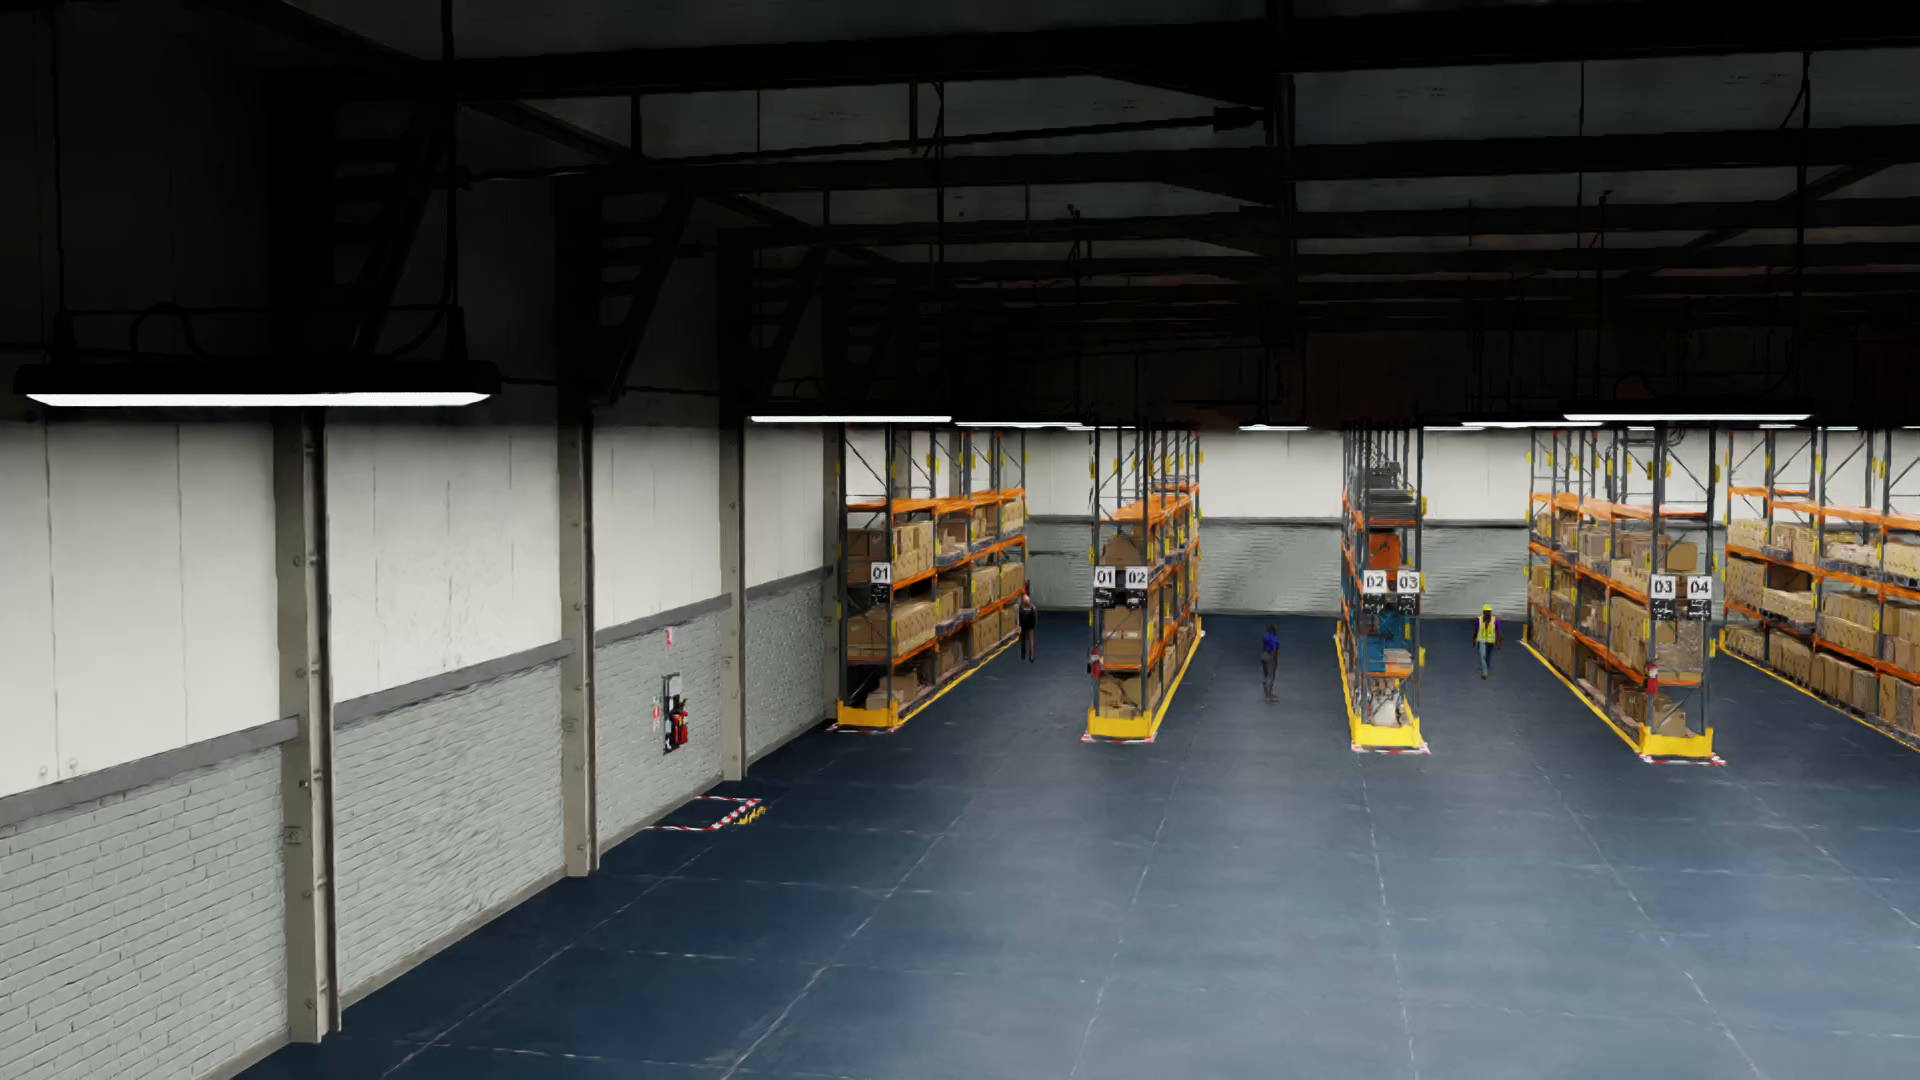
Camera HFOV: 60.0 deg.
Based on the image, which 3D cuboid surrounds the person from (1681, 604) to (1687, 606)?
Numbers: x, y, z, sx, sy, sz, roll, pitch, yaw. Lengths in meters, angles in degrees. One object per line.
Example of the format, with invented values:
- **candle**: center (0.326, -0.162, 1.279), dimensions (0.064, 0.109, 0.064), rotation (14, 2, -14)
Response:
- **person**: center (17.507, 2.295, 40.312), dimensions (0.598, 1.589, 1.194), rotation (1, 4, 13)

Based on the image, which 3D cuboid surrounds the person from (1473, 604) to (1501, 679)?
- **person**: center (12.309, 2.349, 38.807), dimensions (0.589, 1.716, 1.043), rotation (1, 4, 11)

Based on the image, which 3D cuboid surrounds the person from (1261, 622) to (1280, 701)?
- **person**: center (6.657, 2.578, 35.473), dimensions (0.437, 1.667, 0.553), rotation (-1, 4, -18)

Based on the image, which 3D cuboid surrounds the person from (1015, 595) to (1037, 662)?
- **person**: center (1.650, 2.189, 41.513), dimensions (0.538, 1.664, 1.026), rotation (0, 4, 4)
